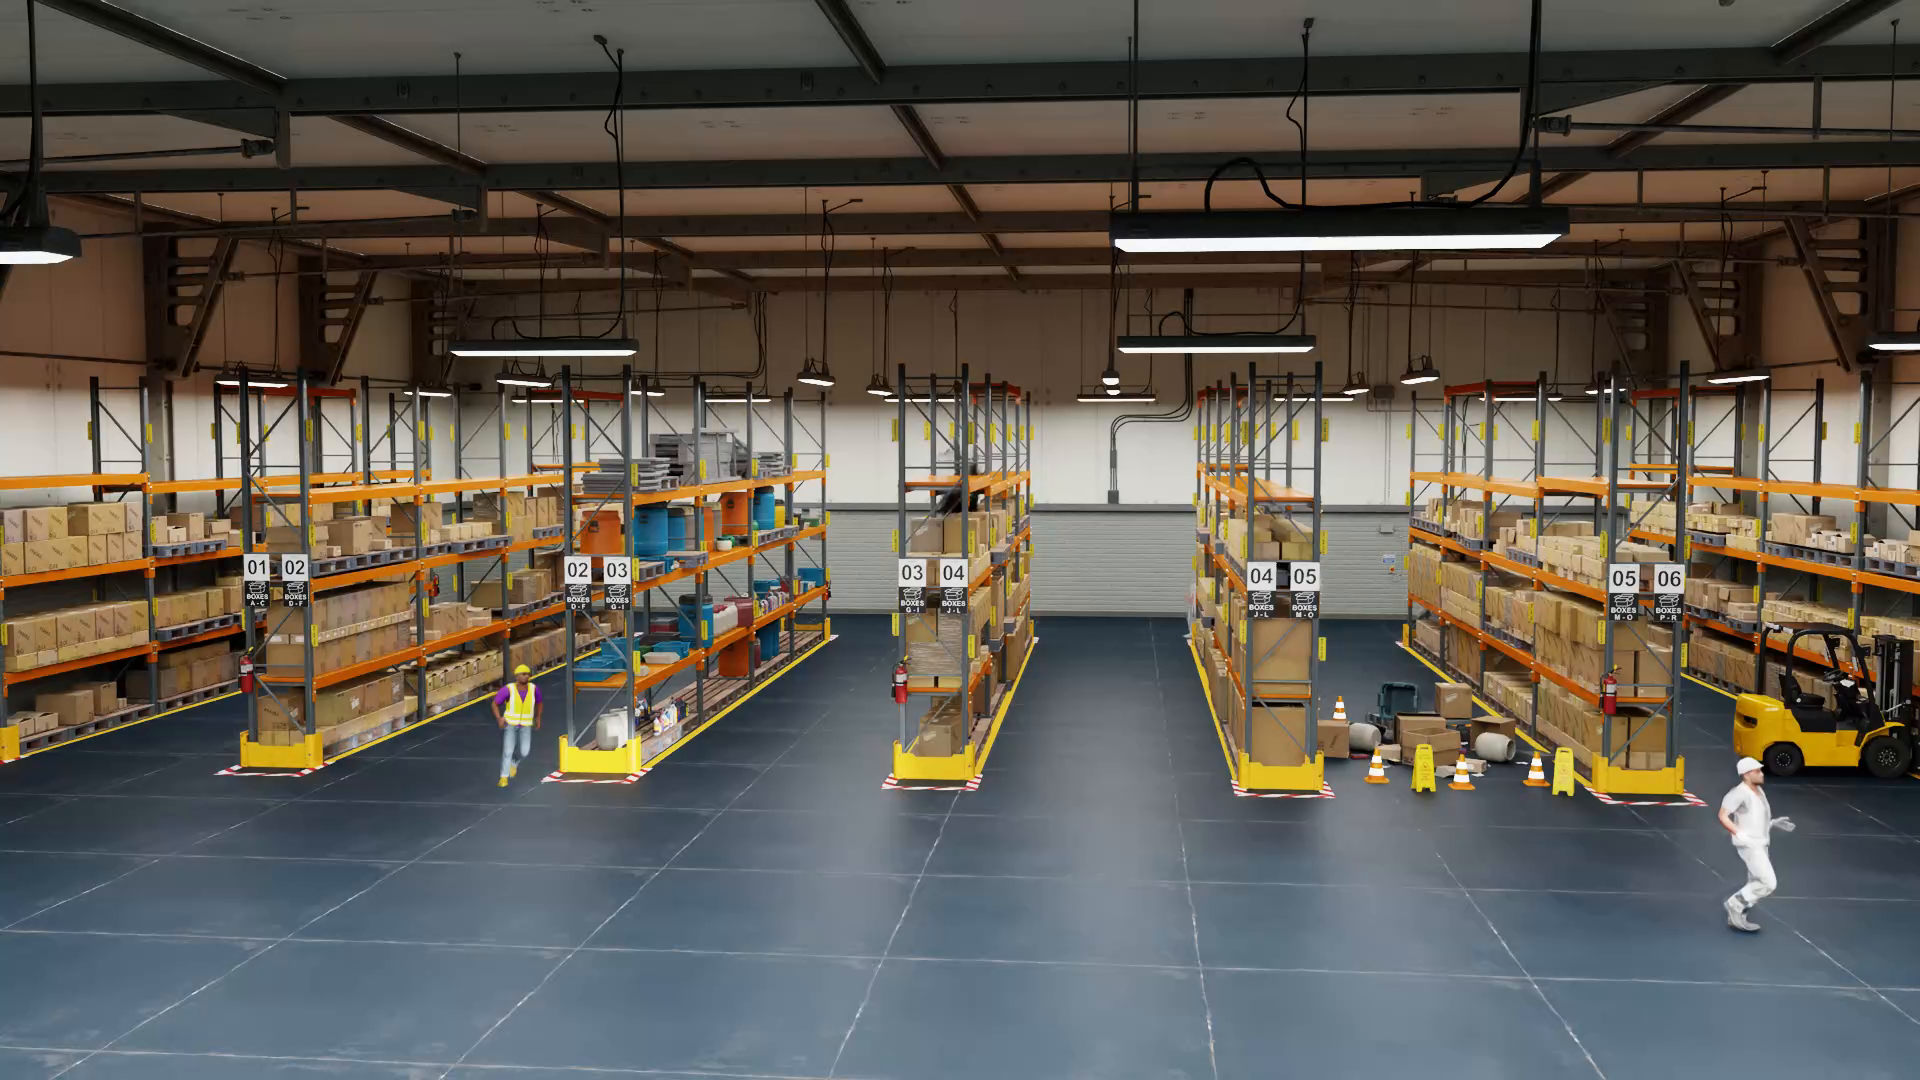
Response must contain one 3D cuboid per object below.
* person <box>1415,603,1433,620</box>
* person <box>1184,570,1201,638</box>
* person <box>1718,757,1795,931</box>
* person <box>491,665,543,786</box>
[{"bbox_3d":[11.329,1.553,40.366,0.752,1.719,0.864,1,4,17],"label":"person"},{"bbox_3d":[5.830,1.533,40.484,0.818,1.755,0.744,-1,4,-15],"label":"person"},{"bbox_3d":[7.963,3.050,16.596,0.581,1.741,0.644,4,5,44],"label":"person"},{"bbox_3d":[-6.299,2.633,23.752,0.757,1.702,0.531,-2,4,-27],"label":"person"}]
